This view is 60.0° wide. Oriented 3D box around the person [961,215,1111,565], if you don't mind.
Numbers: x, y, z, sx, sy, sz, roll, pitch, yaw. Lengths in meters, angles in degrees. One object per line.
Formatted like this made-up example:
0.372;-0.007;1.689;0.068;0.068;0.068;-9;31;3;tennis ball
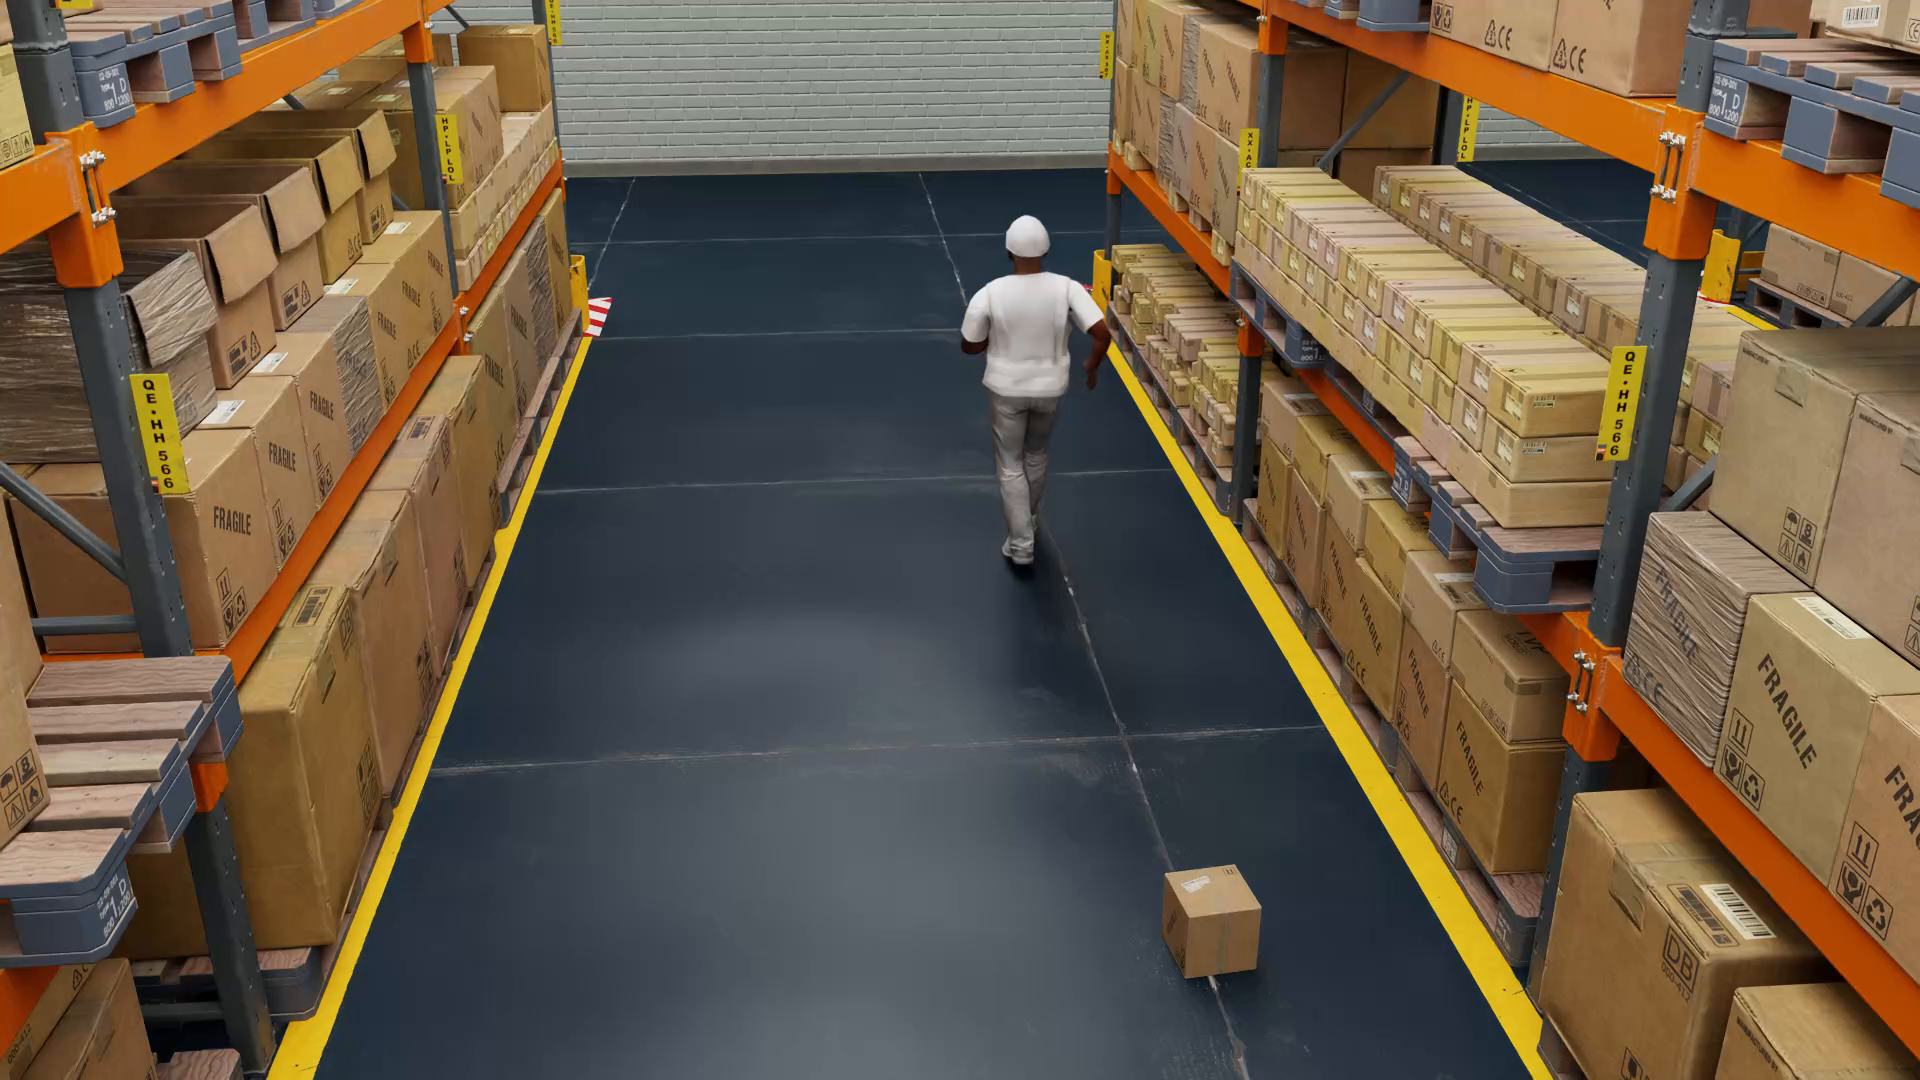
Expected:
0.321;-0.771;8.310;0.674;1.772;0.782;-5;24;-12;person
